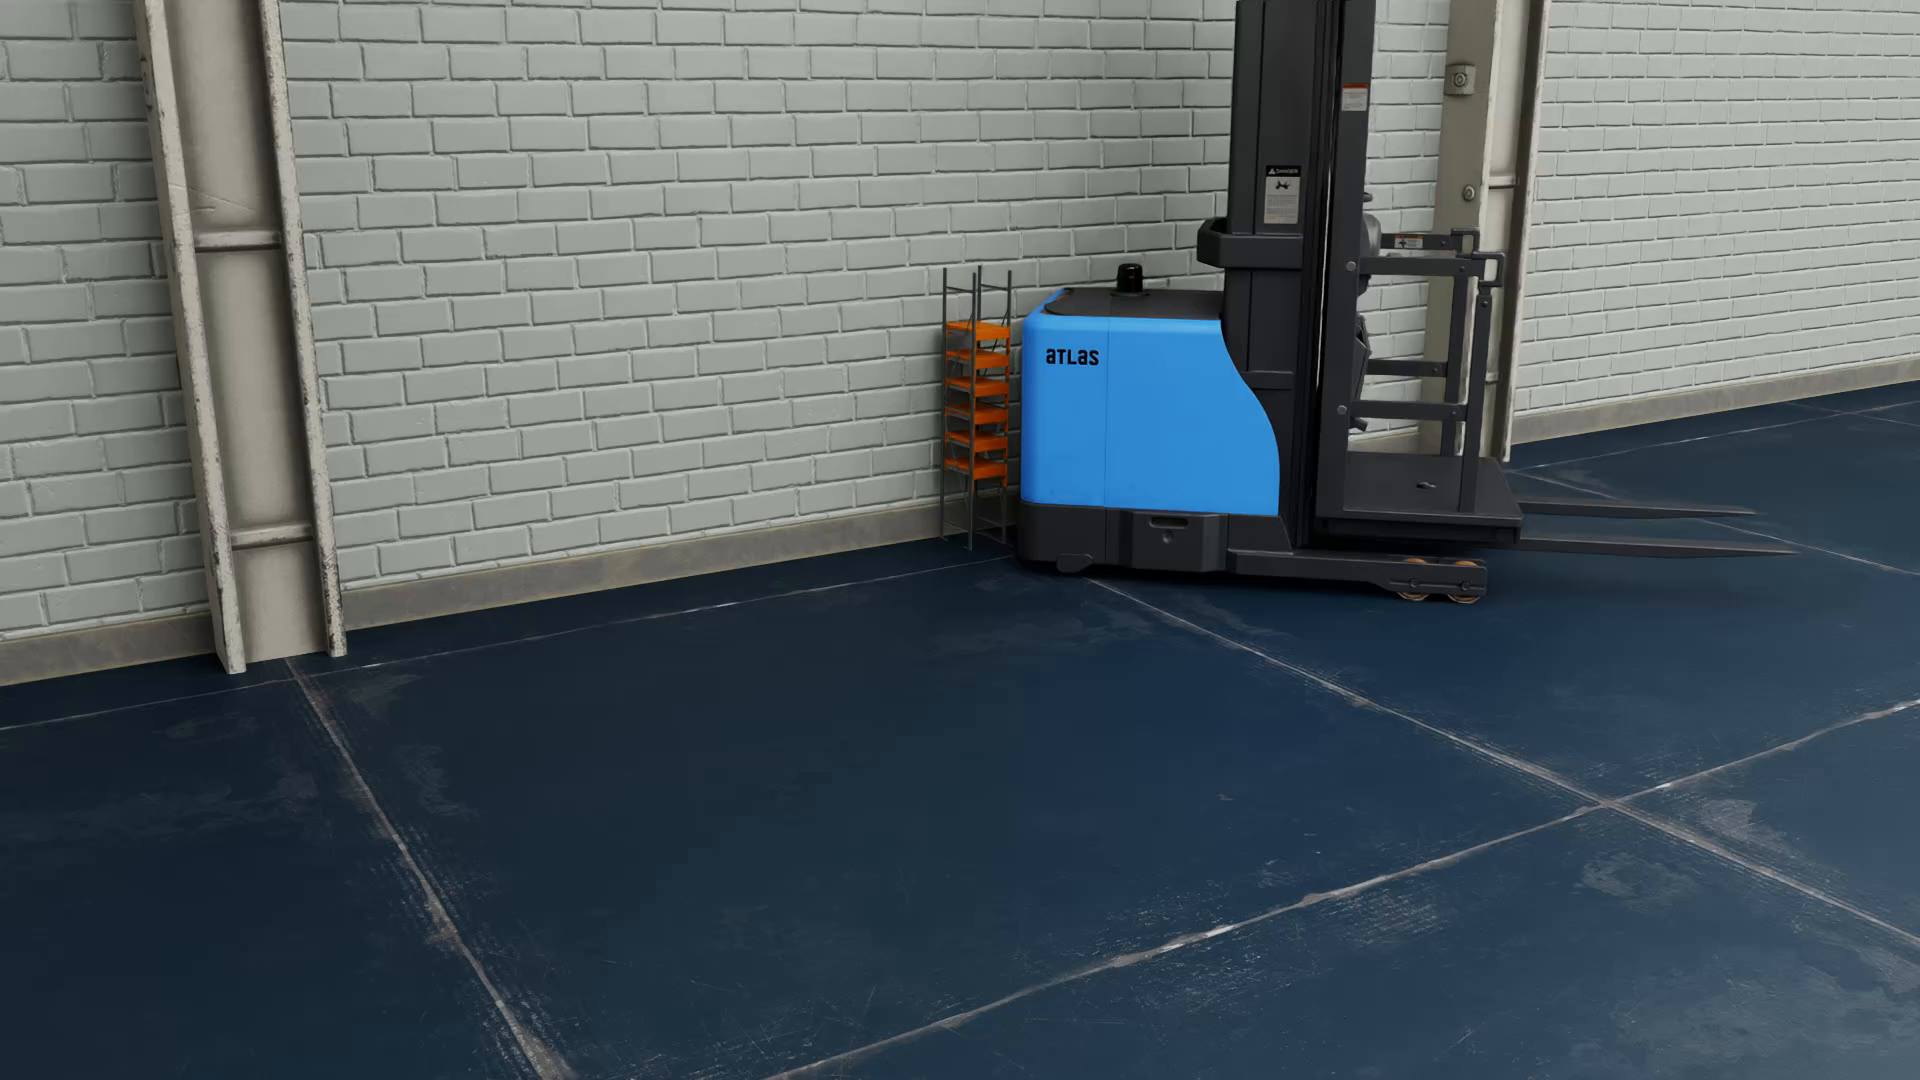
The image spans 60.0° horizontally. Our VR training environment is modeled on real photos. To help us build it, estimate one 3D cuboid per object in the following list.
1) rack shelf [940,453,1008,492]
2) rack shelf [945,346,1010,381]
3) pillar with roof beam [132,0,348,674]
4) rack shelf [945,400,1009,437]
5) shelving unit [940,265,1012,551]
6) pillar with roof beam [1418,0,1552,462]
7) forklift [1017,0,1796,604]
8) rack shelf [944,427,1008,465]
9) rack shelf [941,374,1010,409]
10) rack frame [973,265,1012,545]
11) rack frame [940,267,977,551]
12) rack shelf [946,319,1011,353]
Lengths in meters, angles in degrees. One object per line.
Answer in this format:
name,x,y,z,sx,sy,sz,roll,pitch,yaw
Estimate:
rack shelf,0.060,-0.298,7.295,0.180,0.103,0.258,-10,19,-34
rack shelf,0.067,-0.761,7.168,0.180,0.103,0.258,-10,19,-34
pillar with roof beam,-0.222,-2.935,1.207,0.400,9.000,9.100,-9,18,-30
rack shelf,0.064,-0.529,7.232,0.180,0.103,0.258,-10,19,-34
shelving unit,0.064,-0.572,7.220,0.189,1.200,0.258,-10,19,-34
pillar with roof beam,4.921,-3.769,4.183,0.400,9.000,9.100,-9,18,-30
forklift,1.807,-1.318,6.682,3.031,2.935,1.130,3,16,11
rack shelf,0.062,-0.414,7.264,0.180,0.103,0.258,-10,19,-34
rack shelf,0.065,-0.645,7.200,0.180,0.103,0.258,-10,19,-34
rack frame,0.139,-0.585,7.271,0.006,1.200,0.240,-10,19,-34
rack frame,-0.011,-0.559,7.169,0.006,1.200,0.240,-10,19,-34
rack shelf,0.069,-0.876,7.137,0.180,0.103,0.258,-10,19,-34
